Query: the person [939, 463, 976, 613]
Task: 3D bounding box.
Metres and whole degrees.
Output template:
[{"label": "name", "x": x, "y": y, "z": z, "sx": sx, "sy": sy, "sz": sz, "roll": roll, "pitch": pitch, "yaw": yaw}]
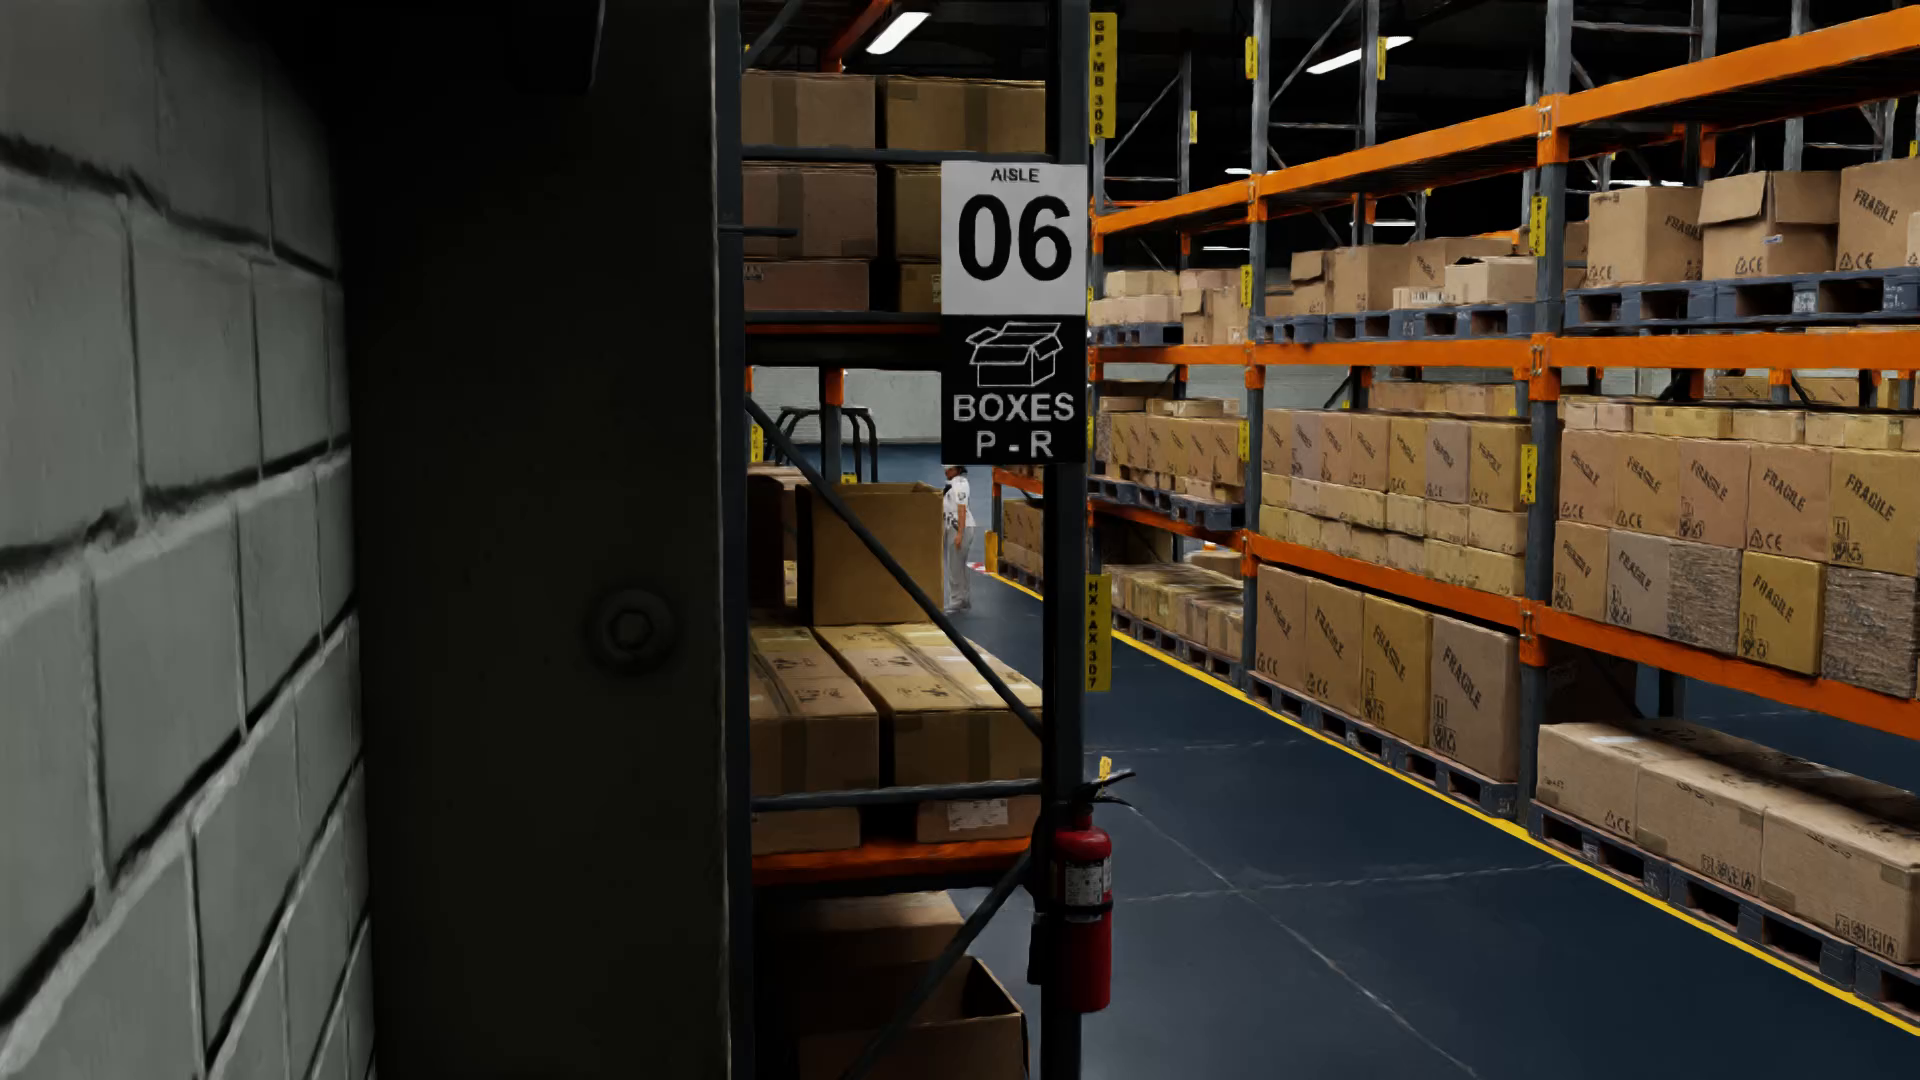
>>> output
[{"label": "person", "x": -0.060, "y": -0.073, "z": 17.609, "sx": 0.433, "sy": 1.667, "sz": 0.579, "roll": -1, "pitch": 6, "yaw": -10}]
